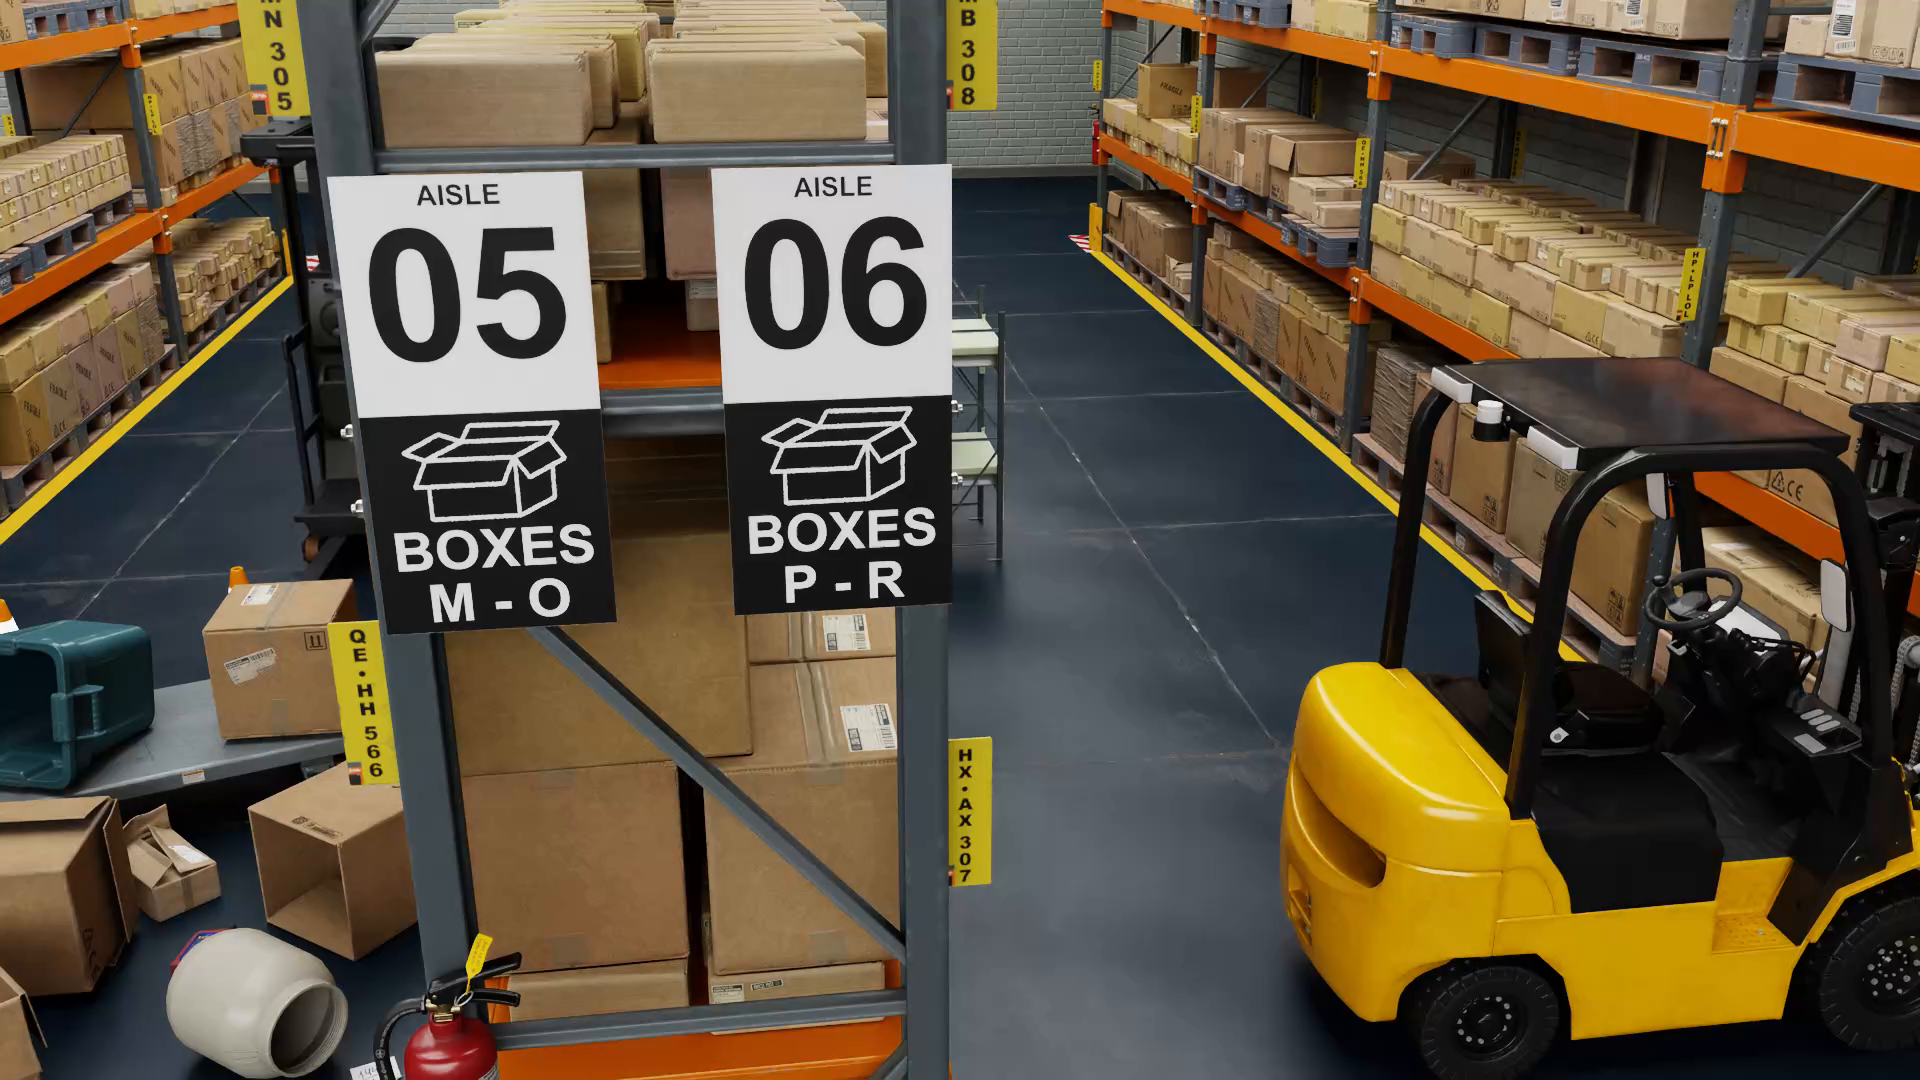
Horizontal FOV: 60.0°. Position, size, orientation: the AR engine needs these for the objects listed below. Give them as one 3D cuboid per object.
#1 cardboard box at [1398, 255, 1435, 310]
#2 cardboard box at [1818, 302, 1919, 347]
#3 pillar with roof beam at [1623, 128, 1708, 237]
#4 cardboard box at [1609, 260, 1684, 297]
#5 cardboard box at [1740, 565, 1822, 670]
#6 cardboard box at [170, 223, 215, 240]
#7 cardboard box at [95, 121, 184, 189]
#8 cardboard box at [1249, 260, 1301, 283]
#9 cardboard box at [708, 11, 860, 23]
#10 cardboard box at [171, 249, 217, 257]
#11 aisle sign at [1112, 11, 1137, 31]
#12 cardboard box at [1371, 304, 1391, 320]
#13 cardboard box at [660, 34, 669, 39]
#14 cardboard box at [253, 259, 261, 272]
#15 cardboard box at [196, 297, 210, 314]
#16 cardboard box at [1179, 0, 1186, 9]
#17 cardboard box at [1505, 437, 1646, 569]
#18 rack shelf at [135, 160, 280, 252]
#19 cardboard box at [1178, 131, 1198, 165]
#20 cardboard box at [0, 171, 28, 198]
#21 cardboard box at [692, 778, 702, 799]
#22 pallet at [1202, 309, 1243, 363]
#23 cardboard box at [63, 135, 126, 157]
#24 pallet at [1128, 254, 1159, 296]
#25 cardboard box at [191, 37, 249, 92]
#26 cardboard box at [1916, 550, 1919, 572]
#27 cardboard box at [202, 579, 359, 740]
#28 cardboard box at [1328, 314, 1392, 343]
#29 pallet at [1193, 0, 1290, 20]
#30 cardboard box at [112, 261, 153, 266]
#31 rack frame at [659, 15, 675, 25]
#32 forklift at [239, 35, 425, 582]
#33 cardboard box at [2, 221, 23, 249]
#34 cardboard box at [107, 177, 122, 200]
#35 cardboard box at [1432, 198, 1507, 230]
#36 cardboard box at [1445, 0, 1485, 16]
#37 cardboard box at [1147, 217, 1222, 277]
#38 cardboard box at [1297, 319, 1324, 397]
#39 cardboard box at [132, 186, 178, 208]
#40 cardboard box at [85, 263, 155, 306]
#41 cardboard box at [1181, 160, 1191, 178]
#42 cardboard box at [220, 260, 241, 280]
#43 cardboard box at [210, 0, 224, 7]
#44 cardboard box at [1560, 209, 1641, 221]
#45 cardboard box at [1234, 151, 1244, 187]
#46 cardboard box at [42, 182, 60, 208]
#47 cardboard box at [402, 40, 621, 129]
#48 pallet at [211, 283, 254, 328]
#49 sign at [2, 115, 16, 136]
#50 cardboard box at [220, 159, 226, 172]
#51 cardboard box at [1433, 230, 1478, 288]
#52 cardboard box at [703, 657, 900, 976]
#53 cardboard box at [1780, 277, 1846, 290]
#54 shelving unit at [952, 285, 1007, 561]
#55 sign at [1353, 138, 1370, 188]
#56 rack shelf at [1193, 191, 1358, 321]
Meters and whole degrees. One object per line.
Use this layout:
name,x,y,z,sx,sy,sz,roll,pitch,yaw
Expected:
cardboard box,3.123,-1.643,10.541,0.500,0.250,0.500,-3,21,-9
cardboard box,3.735,-0.859,6.734,0.380,0.149,0.250,-3,21,-9
pillar with roof beam,0.053,-4.241,8.708,9.100,9.000,0.400,-3,21,-8
cardboard box,3.503,-1.302,8.345,0.380,0.149,0.250,-3,21,-8
cardboard box,3.633,0.316,6.985,0.500,0.250,0.500,-3,21,-8
cardboard box,-7.817,-3.139,16.957,0.380,0.149,0.250,-3,21,-7
cardboard box,-6.960,-3.272,14.122,0.500,0.500,0.500,-3,21,-9
cardboard box,2.662,-2.267,14.045,0.380,0.149,0.250,-3,21,-8
cardboard box,-0.451,-1.268,4.257,0.380,0.149,0.250,-2,21,-6
cardboard box,-7.186,-2.626,15.585,0.380,0.149,0.250,-4,21,-10
aisle sign,1.780,-6.050,18.411,0.394,0.787,0.004,-3,21,-8
cardboard box,3.340,-1.755,12.672,0.380,0.149,0.250,-3,21,-7
cardboard box,-1.225,-1.547,5.572,0.500,0.250,0.500,-3,21,-8
cardboard box,-7.343,-2.797,16.891,0.380,0.149,0.250,-3,21,-8
cardboard box,-6.998,-2.081,14.975,0.380,0.149,0.250,-3,21,-8
cardboard box,2.250,-5.014,15.424,0.380,0.149,0.250,-2,21,-6
cardboard box,3.619,-0.202,9.263,0.875,0.625,0.625,-3,21,-8
rack shelf,-7.427,-3.257,15.678,1.077,0.370,4.000,-3,21,-8
cardboard box,2.342,-3.671,15.548,0.500,0.250,0.500,-2,21,-6
cardboard box,-6.587,-2.408,11.284,0.380,0.149,0.250,-2,21,-5
cardboard box,-0.917,0.612,4.650,0.380,0.149,0.250,-3,21,-7
pallet,2.811,-1.852,14.873,1.003,0.211,1.213,-3,21,-8
cardboard box,-6.887,-3.130,13.219,0.380,0.149,0.250,-2,21,-5
pallet,2.380,-2.793,17.392,1.003,0.211,1.213,-3,21,-8
cardboard box,-7.403,-4.795,16.771,0.500,0.500,0.500,-3,21,-9
cardboard box,3.781,-0.194,6.304,0.500,0.500,0.500,-3,21,-8
cardboard box,-2.858,0.500,7.081,0.500,0.500,0.500,-3,21,-8
cardboard box,2.912,-1.541,12.100,0.380,0.149,0.250,-4,21,-10
pallet,2.681,-4.526,14.028,1.213,0.211,1.003,-3,21,-8
cardboard box,-7.526,-2.418,15.027,0.380,0.149,0.250,-2,21,-6
rack frame,-1.101,-3.227,5.995,1.000,3.000,0.127,-3,21,-8
forklift,-3.349,-1.358,9.663,1.130,2.935,3.031,-2,21,-6
cardboard box,-6.545,-2.041,11.152,0.380,0.149,0.250,-2,21,-5
cardboard box,-6.847,-2.763,13.087,0.380,0.149,0.250,-3,21,-7
cardboard box,3.140,-2.009,10.237,0.380,0.149,0.250,-3,21,-7
cardboard box,3.268,-3.316,9.634,0.700,0.500,0.500,-3,21,-9
cardboard box,2.309,-2.975,16.867,0.700,0.500,0.500,-4,21,-10
cardboard box,2.898,-1.388,12.619,0.500,0.500,0.500,-3,21,-9
cardboard box,-6.855,-2.899,14.049,0.380,0.149,0.250,-2,21,-6
cardboard box,-6.781,-2.034,13.275,0.500,0.250,0.500,-3,21,-9
cardboard box,2.302,-3.507,15.678,0.380,0.149,0.250,-2,21,-6
cardboard box,-7.107,-2.577,15.878,0.380,0.149,0.250,-3,21,-7
cardboard box,-7.248,-5.129,15.588,0.500,0.250,0.500,-2,21,-5
cardboard box,3.789,-1.866,9.854,0.380,0.149,0.250,-3,21,-9
cardboard box,2.477,-3.072,13.745,0.396,0.266,0.258,-2,21,-5
cardboard box,-6.663,-2.452,11.827,0.380,0.149,0.250,-2,21,-6
cardboard box,-0.865,-0.886,3.234,0.380,0.149,0.250,-3,21,-7
pallet,-7.449,-2.250,15.938,1.003,0.211,1.213,-3,21,-8
sign,-7.674,-3.277,13.467,0.100,0.325,0.005,-3,21,-8
cardboard box,-7.290,-3.620,15.980,0.380,0.149,0.250,-4,21,-10
cardboard box,3.184,-1.696,9.969,0.500,0.250,0.500,-3,21,-9
cardboard box,-0.319,0.604,3.744,0.500,0.500,0.500,-3,21,-9
cardboard box,3.972,-1.151,7.942,0.380,0.149,0.250,-3,21,-9
shelving unit,0.001,-0.700,9.948,0.431,1.500,0.755,-3,21,-8
sign,2.698,-2.528,11.156,0.100,0.325,0.005,-3,21,-8
rack shelf,2.945,-2.409,13.406,1.077,0.370,4.000,-3,21,-8
